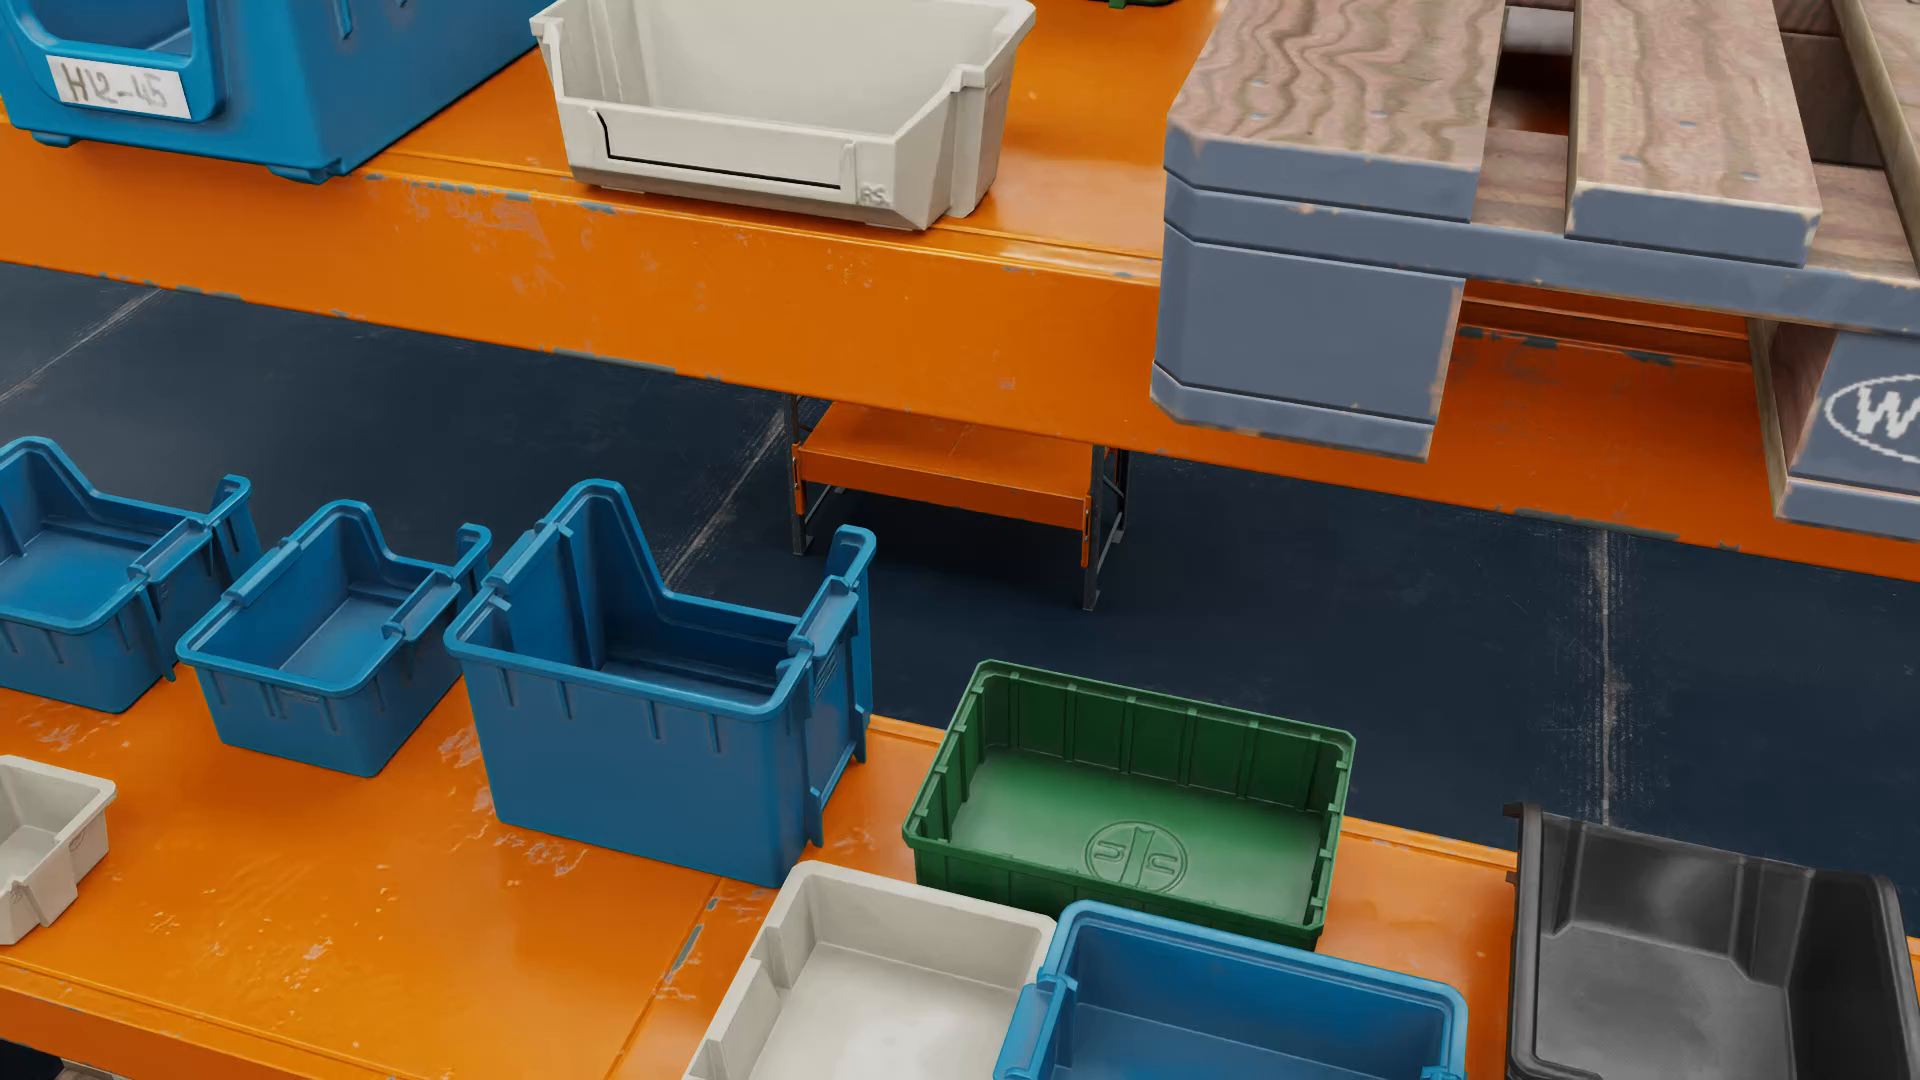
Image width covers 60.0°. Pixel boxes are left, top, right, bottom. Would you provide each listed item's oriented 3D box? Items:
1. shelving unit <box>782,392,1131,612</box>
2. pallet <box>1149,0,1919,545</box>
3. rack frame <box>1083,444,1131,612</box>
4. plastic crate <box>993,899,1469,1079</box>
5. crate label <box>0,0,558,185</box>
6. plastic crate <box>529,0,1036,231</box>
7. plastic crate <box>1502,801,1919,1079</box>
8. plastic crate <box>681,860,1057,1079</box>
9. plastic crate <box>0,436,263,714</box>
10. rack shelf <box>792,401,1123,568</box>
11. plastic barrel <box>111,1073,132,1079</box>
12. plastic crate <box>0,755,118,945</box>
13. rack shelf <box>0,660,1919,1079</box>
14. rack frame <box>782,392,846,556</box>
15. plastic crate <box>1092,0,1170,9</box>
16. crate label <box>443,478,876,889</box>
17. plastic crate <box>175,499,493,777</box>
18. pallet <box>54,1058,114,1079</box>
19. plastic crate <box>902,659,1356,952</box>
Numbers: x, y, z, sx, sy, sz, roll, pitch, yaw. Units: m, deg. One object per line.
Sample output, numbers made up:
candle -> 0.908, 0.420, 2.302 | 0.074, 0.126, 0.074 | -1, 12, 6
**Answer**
shelving unit -> 0.006, -0.452, 5.415 | 1.048, 1.125, 0.538 | 10, 38, 14
pallet -> 0.780, -0.421, 1.420 | 1.003, 0.211, 1.213 | 10, 38, 14
rack frame -> 0.492, -0.362, 5.293 | 0.032, 1.125, 0.500 | 10, 38, 14
plastic crate -> 0.360, 0.801, 2.256 | 0.616, 0.251, 0.499 | 10, 38, 14
crate label -> -0.632, -0.554, 1.567 | 0.408, 0.251, 0.502 | 10, 38, 14
plastic crate -> -0.155, -0.373, 1.419 | 0.396, 0.136, 0.243 | 10, 38, 14
plastic crate -> 1.036, 0.644, 2.397 | 0.504, 0.338, 0.767 | 10, 38, 14
plastic crate -> -0.128, 0.746, 2.428 | 0.437, 0.136, 0.530 | 10, 38, 14
plastic crate -> -1.754, 0.056, 3.269 | 0.616, 0.251, 0.499 | 10, 38, 14
rack shelf -> 0.006, -0.255, 5.560 | 1.000, 0.278, 0.538 | 10, 38, 14
plastic barrel -> -1.670, 0.982, 3.629 | 0.421, 0.512, 0.421 | 0, 36, 0
plastic crate -> -1.562, 0.523, 2.731 | 0.250, 0.136, 0.298 | 10, 38, 14
rack shelf -> -0.411, 0.720, 2.848 | 4.000, 0.370, 1.077 | 10, 38, 14
rack frame -> -0.479, -0.542, 5.537 | 0.032, 1.125, 0.500 | 10, 38, 14
plastic crate -> 0.073, -0.772, 1.917 | 0.450, 0.188, 0.336 | 10, 38, 14
crate label -> -0.483, 0.235, 2.871 | 0.616, 0.435, 0.502 | 10, 38, 14
plastic crate -> -1.135, 0.174, 3.109 | 0.408, 0.251, 0.499 | 10, 38, 14
pallet -> -1.460, 1.333, 3.761 | 1.213, 0.211, 1.003 | 10, 38, 14
plastic crate -> 0.286, 0.469, 2.761 | 0.662, 0.188, 0.450 | 10, 38, 14
